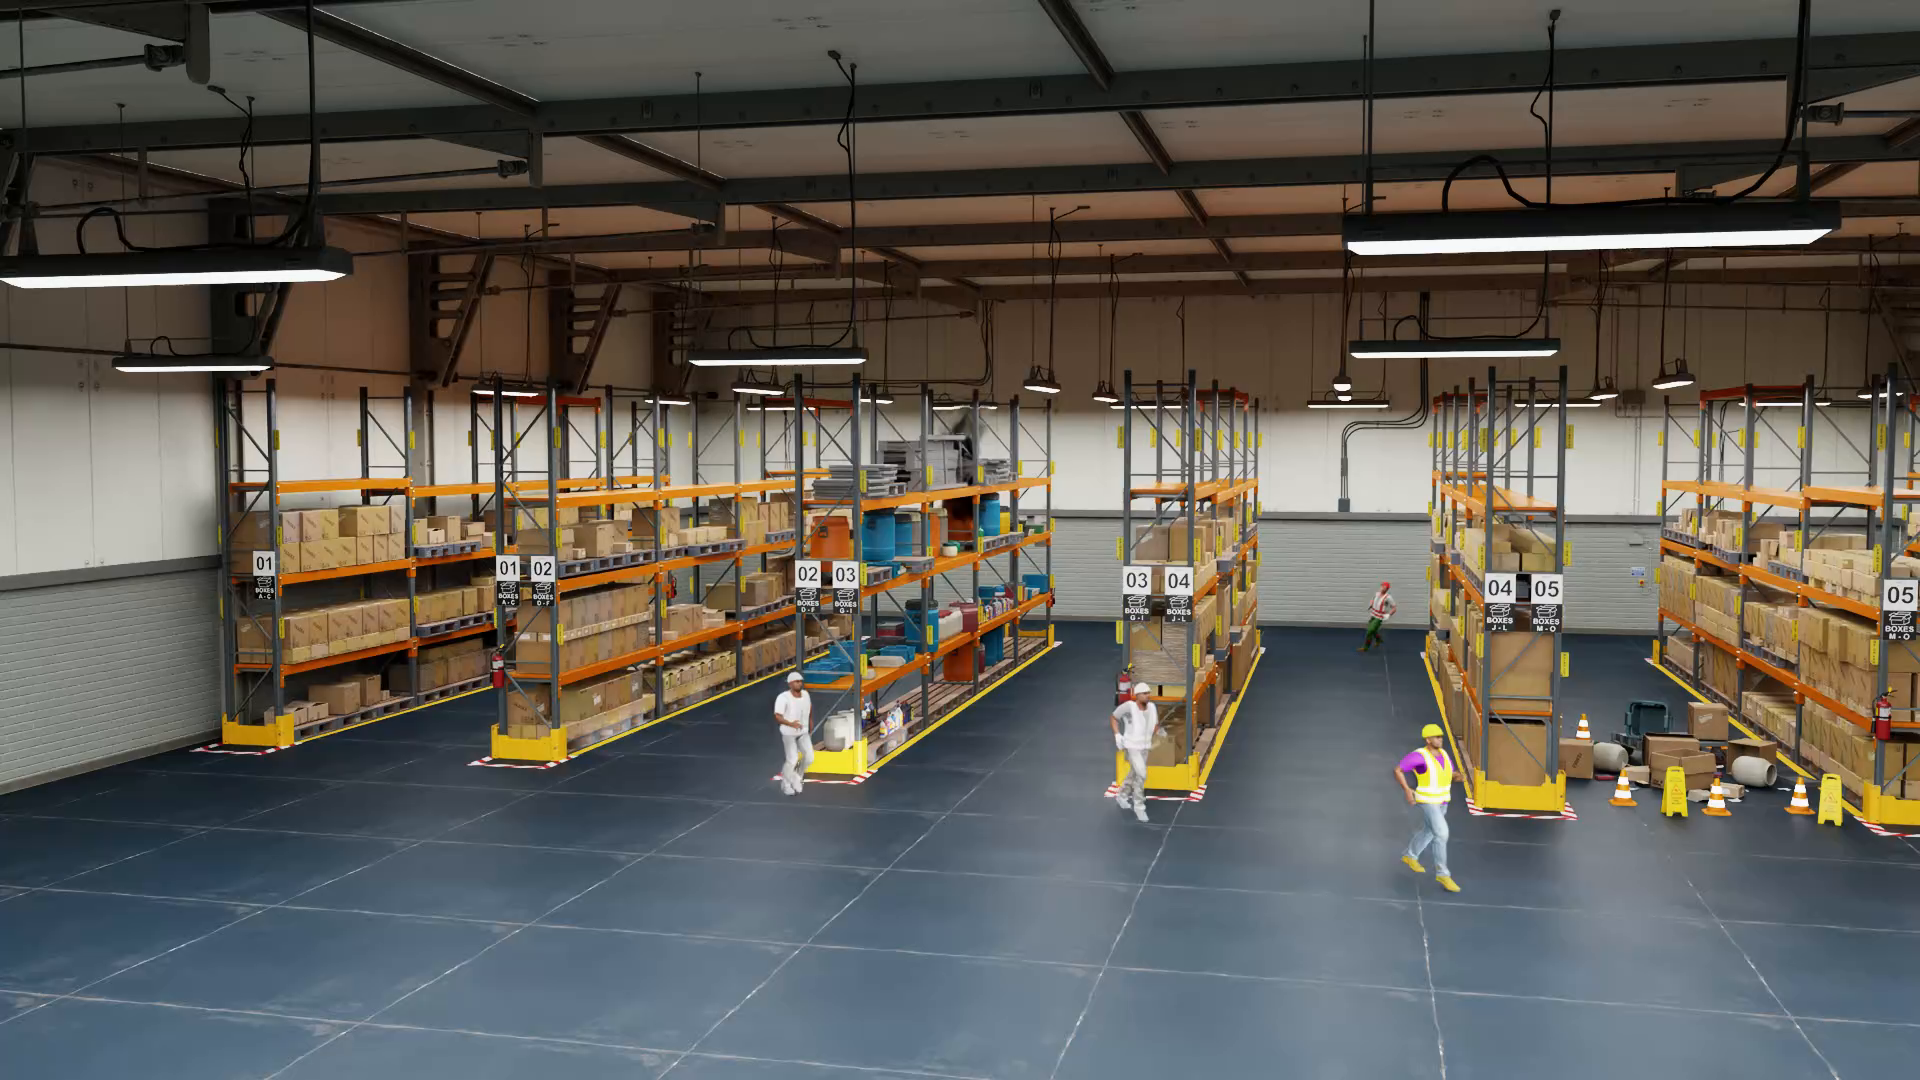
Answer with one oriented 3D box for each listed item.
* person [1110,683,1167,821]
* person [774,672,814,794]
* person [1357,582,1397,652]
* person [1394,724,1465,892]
[{"bbox_3d":[2.378,2.799,22.155,0.605,1.825,0.871,-3,4,-38],"label":"person"},{"bbox_3d":[-2.275,2.725,23.426,0.732,1.744,0.631,-3,4,-39],"label":"person"},{"bbox_3d":[9.920,1.807,39.191,0.794,1.683,0.824,-2,4,-33],"label":"person"},{"bbox_3d":[5.331,2.977,18.767,0.685,1.806,0.871,-3,4,-39],"label":"person"}]
